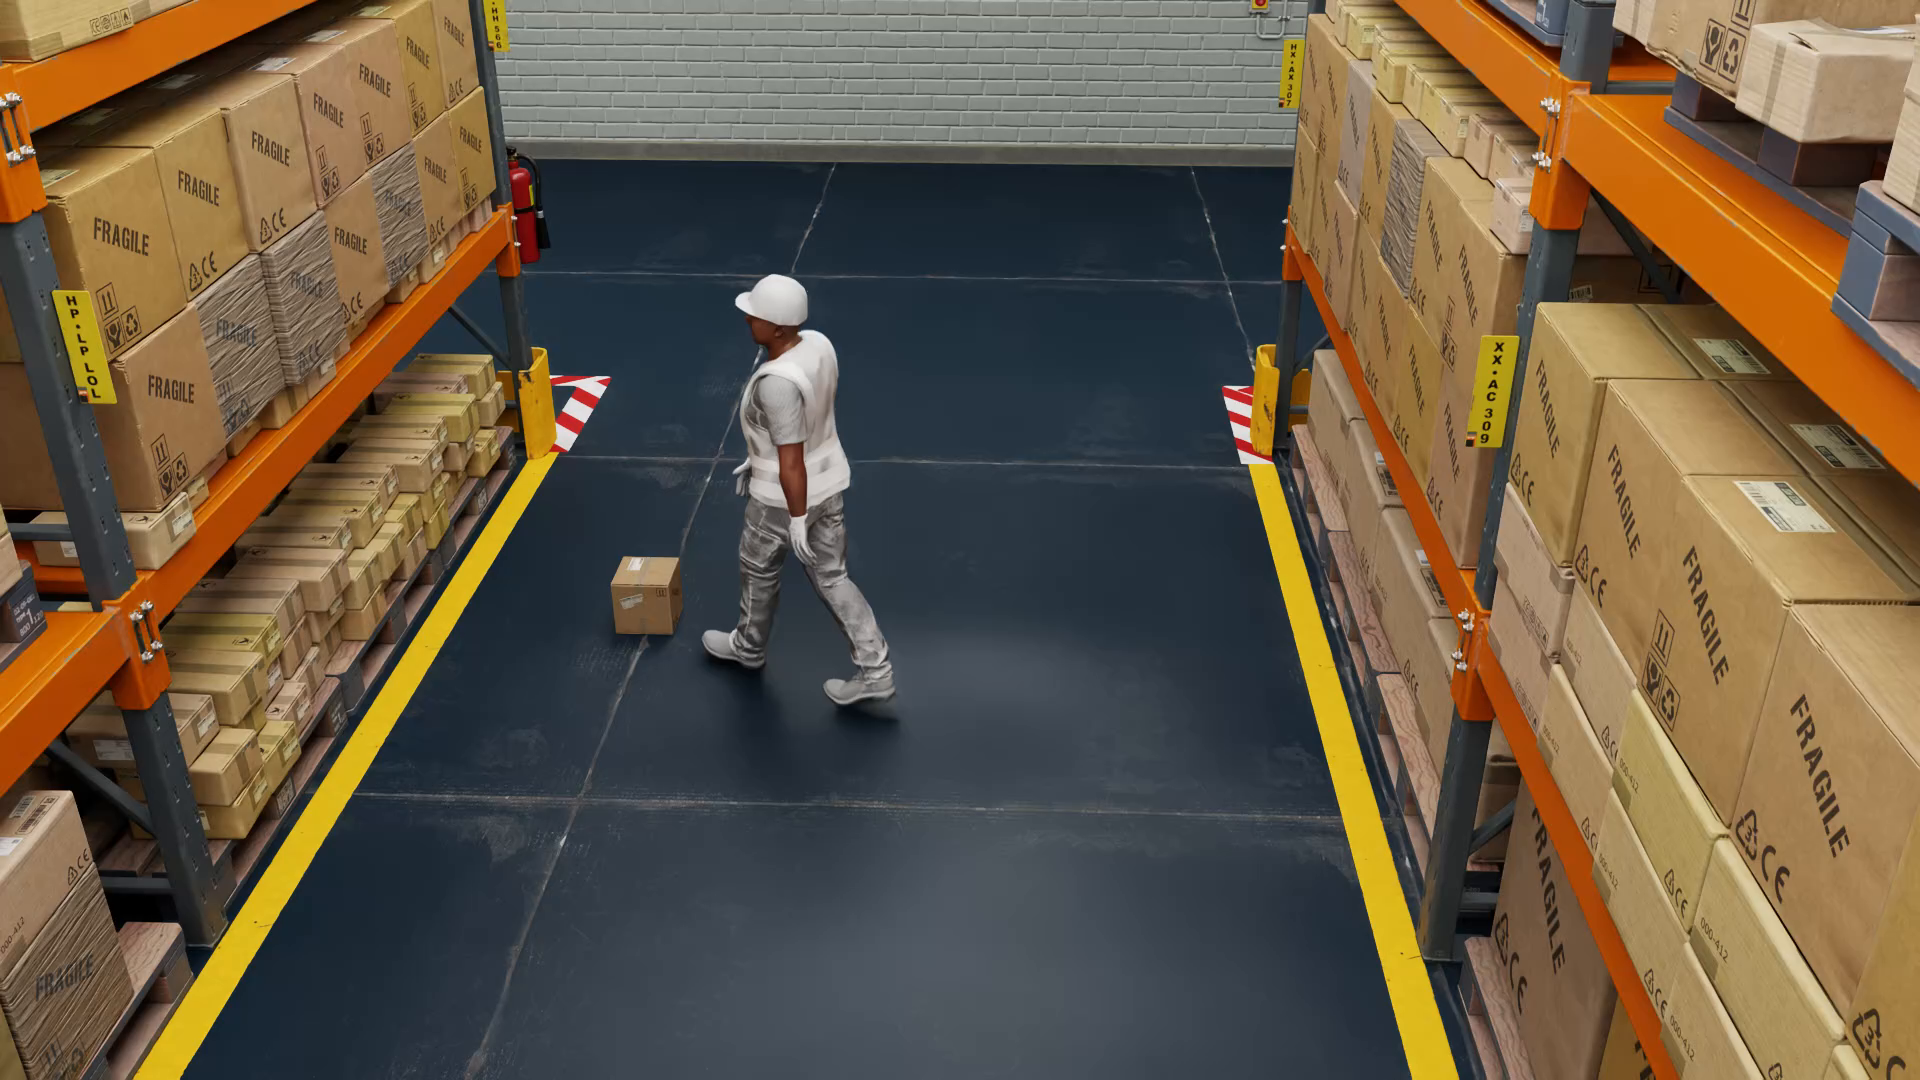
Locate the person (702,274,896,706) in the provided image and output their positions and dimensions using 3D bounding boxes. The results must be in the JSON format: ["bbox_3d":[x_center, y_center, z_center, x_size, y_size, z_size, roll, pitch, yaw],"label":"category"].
[{"bbox_3d":[-0.652,-0.207,6.516,0.974,1.741,0.532,15,31,27],"label":"person"}]
